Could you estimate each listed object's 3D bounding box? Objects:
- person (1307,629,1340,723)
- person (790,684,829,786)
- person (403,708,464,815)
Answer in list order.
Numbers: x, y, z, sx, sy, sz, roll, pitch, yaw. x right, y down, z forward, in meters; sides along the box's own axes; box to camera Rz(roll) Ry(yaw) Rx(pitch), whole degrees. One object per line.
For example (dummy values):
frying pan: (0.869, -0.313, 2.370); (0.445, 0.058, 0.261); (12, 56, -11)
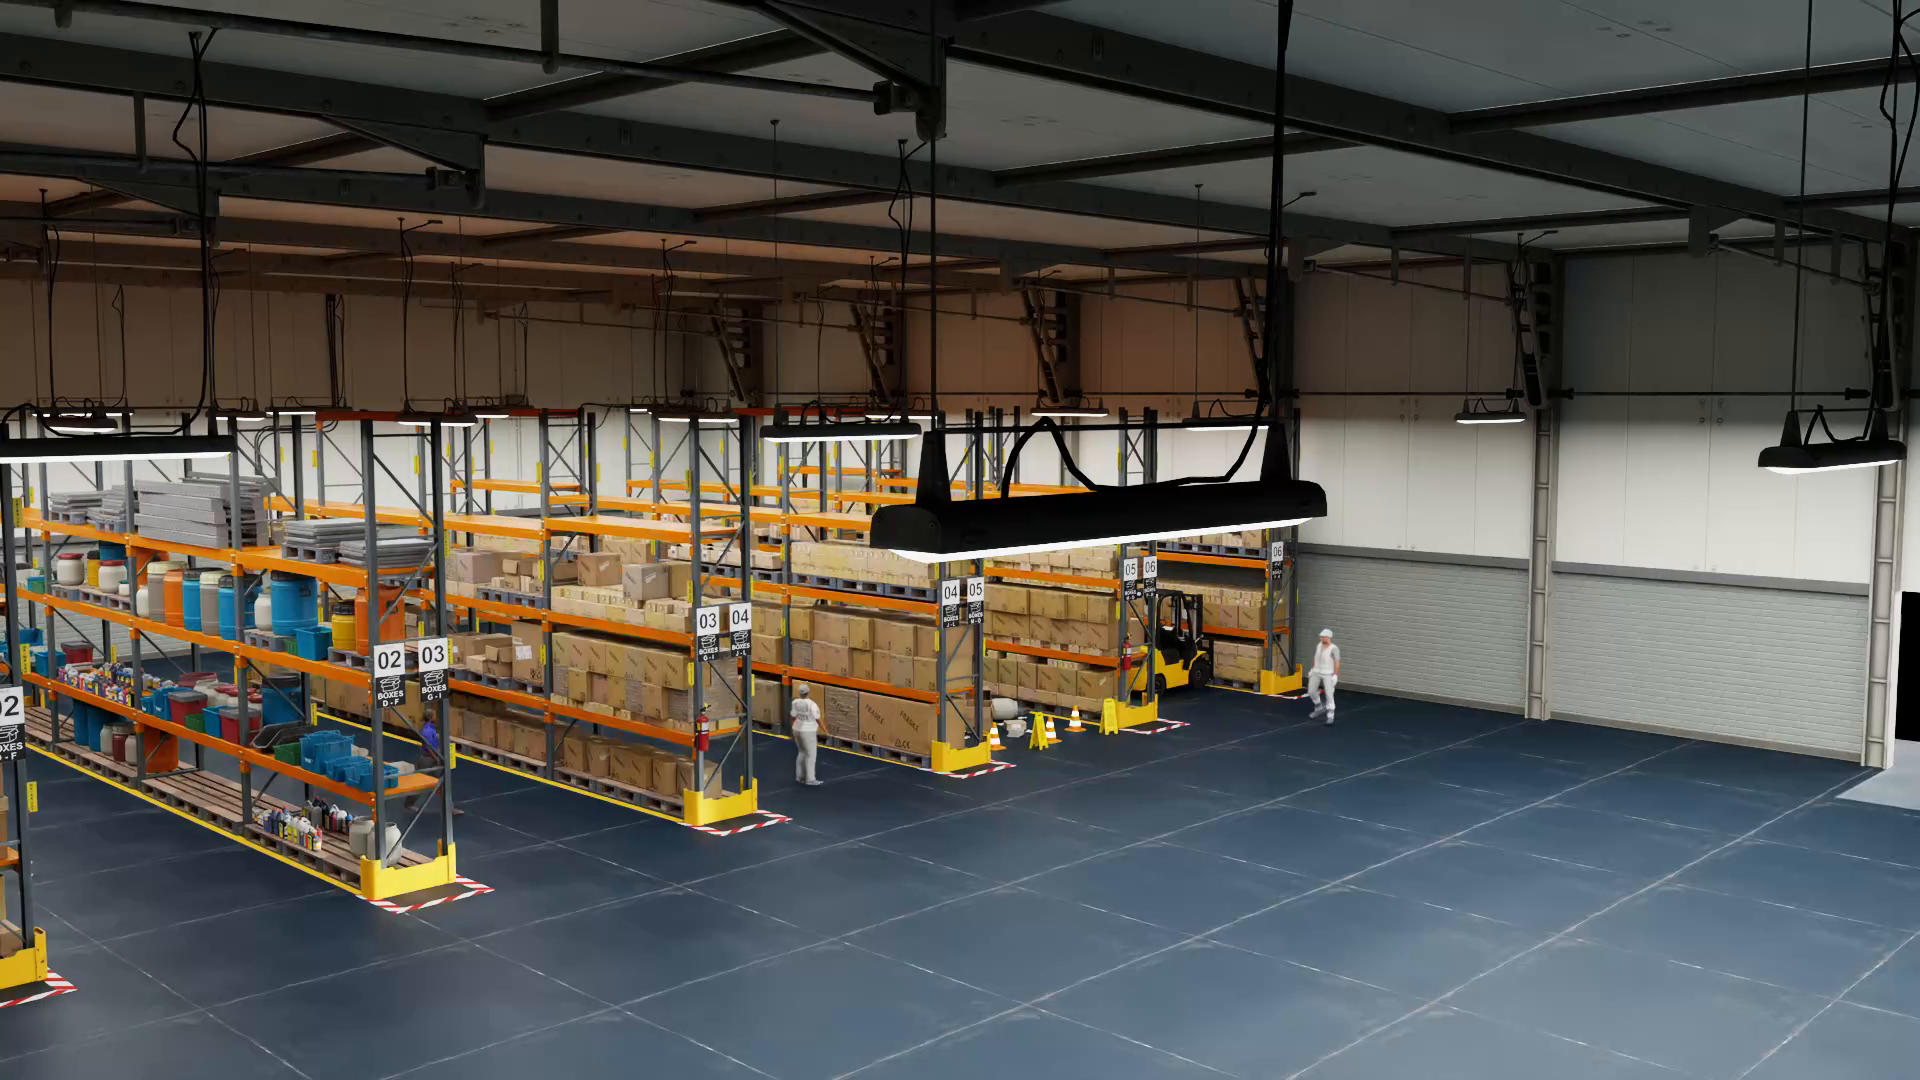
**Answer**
person: (6.996, 2.595, 32.006); (0.632, 1.789, 0.489); (4, 6, 37)
person: (-2.441, 3.153, 26.895); (0.560, 1.708, 0.551); (-4, 6, -38)
person: (-7.924, 3.318, 24.902); (0.938, 1.609, 0.401); (2, 5, 18)
